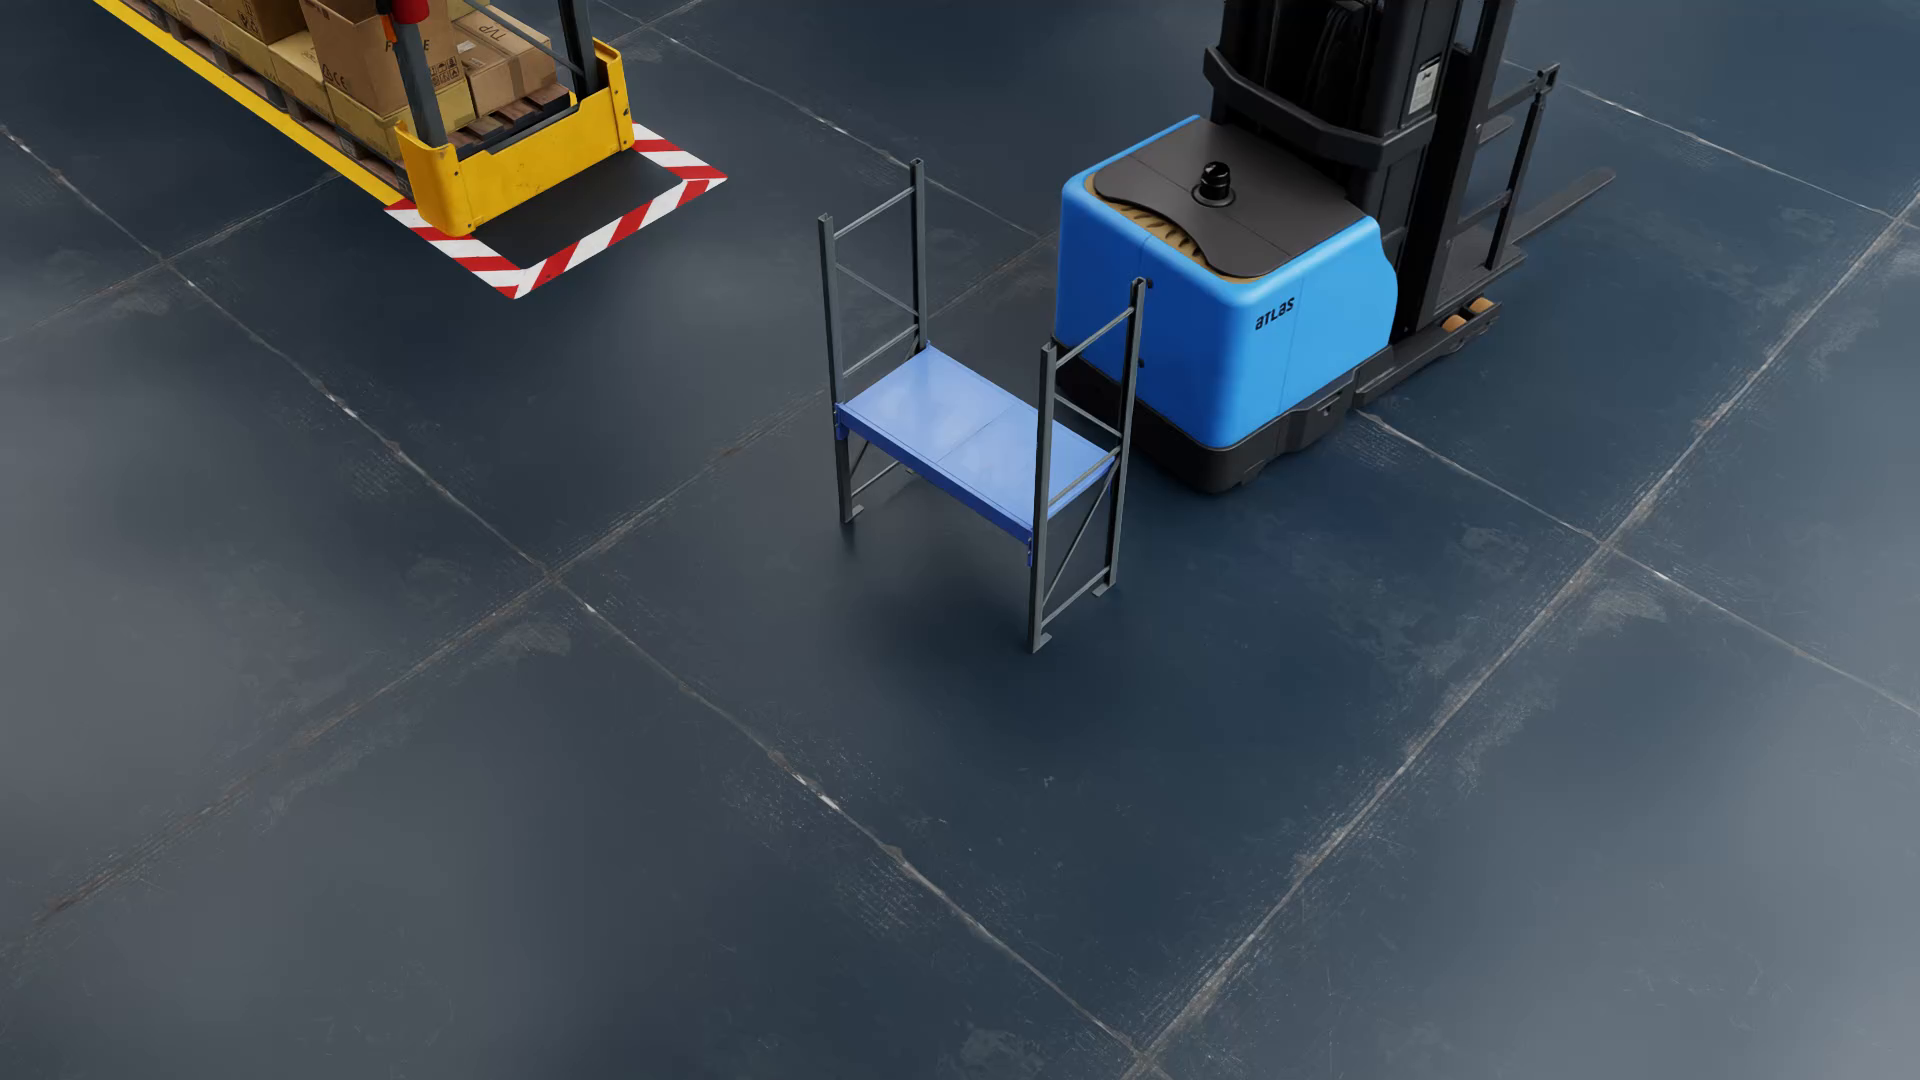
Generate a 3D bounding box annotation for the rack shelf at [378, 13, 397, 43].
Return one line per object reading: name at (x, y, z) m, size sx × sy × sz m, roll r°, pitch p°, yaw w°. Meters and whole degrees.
rack shelf at (-3.685, -3.641, 8.604) m, size 4.000 × 0.370 × 1.077 m, roll 34°, pitch 55°, yaw 28°

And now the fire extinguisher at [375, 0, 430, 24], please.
fire extinguisher at (-2.444, -2.565, 7.153) m, size 0.183 × 0.674 × 0.296 m, roll 34°, pitch 55°, yaw 28°

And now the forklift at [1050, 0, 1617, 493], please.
forklift at (1.843, -2.121, 6.731) m, size 3.031 × 2.935 × 1.130 m, roll -32°, pitch 54°, yaw -26°

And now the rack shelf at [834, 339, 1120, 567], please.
rack shelf at (0.063, -0.348, 6.295) m, size 1.000 × 0.185 × 0.538 m, roll 34°, pitch 55°, yaw 28°

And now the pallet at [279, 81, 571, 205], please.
pallet at (-2.806, -2.300, 8.764) m, size 1.213 × 0.211 × 1.003 m, roll 34°, pitch 55°, yaw 28°

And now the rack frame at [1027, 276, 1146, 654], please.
rack frame at (0.436, -0.220, 5.928) m, size 0.032 × 1.500 × 0.500 m, roll 34°, pitch 55°, yaw 28°

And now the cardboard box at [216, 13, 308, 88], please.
cardboard box at (-3.554, -2.695, 8.821) m, size 0.500 × 0.250 × 0.500 m, roll 34°, pitch 55°, yaw 28°

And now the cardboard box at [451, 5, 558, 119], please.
cardboard box at (-2.459, -2.485, 8.624) m, size 0.500 × 0.250 × 0.500 m, roll 34°, pitch 55°, yaw 28°

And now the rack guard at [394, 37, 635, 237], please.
rack guard at (-2.198, -2.031, 8.314) m, size 0.348 × 0.500 × 1.175 m, roll 34°, pitch 55°, yaw 28°

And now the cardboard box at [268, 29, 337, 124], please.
cardboard box at (-3.186, -2.449, 8.589) m, size 0.500 × 0.250 × 0.500 m, roll 34°, pitch 55°, yaw 28°

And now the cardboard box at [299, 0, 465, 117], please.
cardboard box at (-2.812, -2.463, 8.089) m, size 0.500 × 0.500 × 0.500 m, roll 34°, pitch 55°, yaw 28°

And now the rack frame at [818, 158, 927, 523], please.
rack frame at (-0.311, -0.723, 6.400) m, size 0.032 × 1.500 × 0.500 m, roll 34°, pitch 55°, yaw 28°

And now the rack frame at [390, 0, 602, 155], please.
rack frame at (-2.216, -2.898, 7.414) m, size 0.127 × 3.000 × 1.000 m, roll 34°, pitch 55°, yaw 28°

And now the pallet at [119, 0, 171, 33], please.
pallet at (-4.599, -3.506, 9.897) m, size 1.213 × 0.211 × 1.003 m, roll 34°, pitch 55°, yaw 28°

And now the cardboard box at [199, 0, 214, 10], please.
cardboard box at (-3.923, -3.198, 8.779) m, size 0.500 × 0.500 × 0.500 m, roll 34°, pitch 55°, yaw 28°

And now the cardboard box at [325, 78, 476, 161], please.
cardboard box at (-2.810, -2.208, 8.363) m, size 0.500 × 0.250 × 0.500 m, roll 34°, pitch 55°, yaw 28°

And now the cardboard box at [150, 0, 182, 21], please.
cardboard box at (-4.292, -3.187, 9.283) m, size 0.500 × 0.250 × 0.500 m, roll 34°, pitch 55°, yaw 28°

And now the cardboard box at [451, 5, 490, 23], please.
cardboard box at (-2.829, -2.730, 8.854) m, size 0.500 × 0.250 × 0.500 m, roll 34°, pitch 55°, yaw 28°

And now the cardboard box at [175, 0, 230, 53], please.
cardboard box at (-3.921, -2.943, 9.054) m, size 0.500 × 0.250 × 0.500 m, roll 34°, pitch 55°, yaw 28°

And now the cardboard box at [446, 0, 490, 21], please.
cardboard box at (-2.828, -2.988, 8.582) m, size 0.500 × 0.500 × 0.500 m, roll 34°, pitch 55°, yaw 28°

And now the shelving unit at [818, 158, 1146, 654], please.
shelving unit at (0.063, -0.471, 6.164) m, size 1.048 × 1.500 × 0.538 m, roll 34°, pitch 55°, yaw 28°

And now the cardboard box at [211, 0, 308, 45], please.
cardboard box at (-3.556, -2.950, 8.546) m, size 0.500 × 0.500 × 0.500 m, roll 34°, pitch 55°, yaw 28°

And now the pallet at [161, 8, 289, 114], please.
pallet at (-3.698, -2.903, 9.331) m, size 1.213 × 0.211 × 1.003 m, roll 34°, pitch 55°, yaw 28°
